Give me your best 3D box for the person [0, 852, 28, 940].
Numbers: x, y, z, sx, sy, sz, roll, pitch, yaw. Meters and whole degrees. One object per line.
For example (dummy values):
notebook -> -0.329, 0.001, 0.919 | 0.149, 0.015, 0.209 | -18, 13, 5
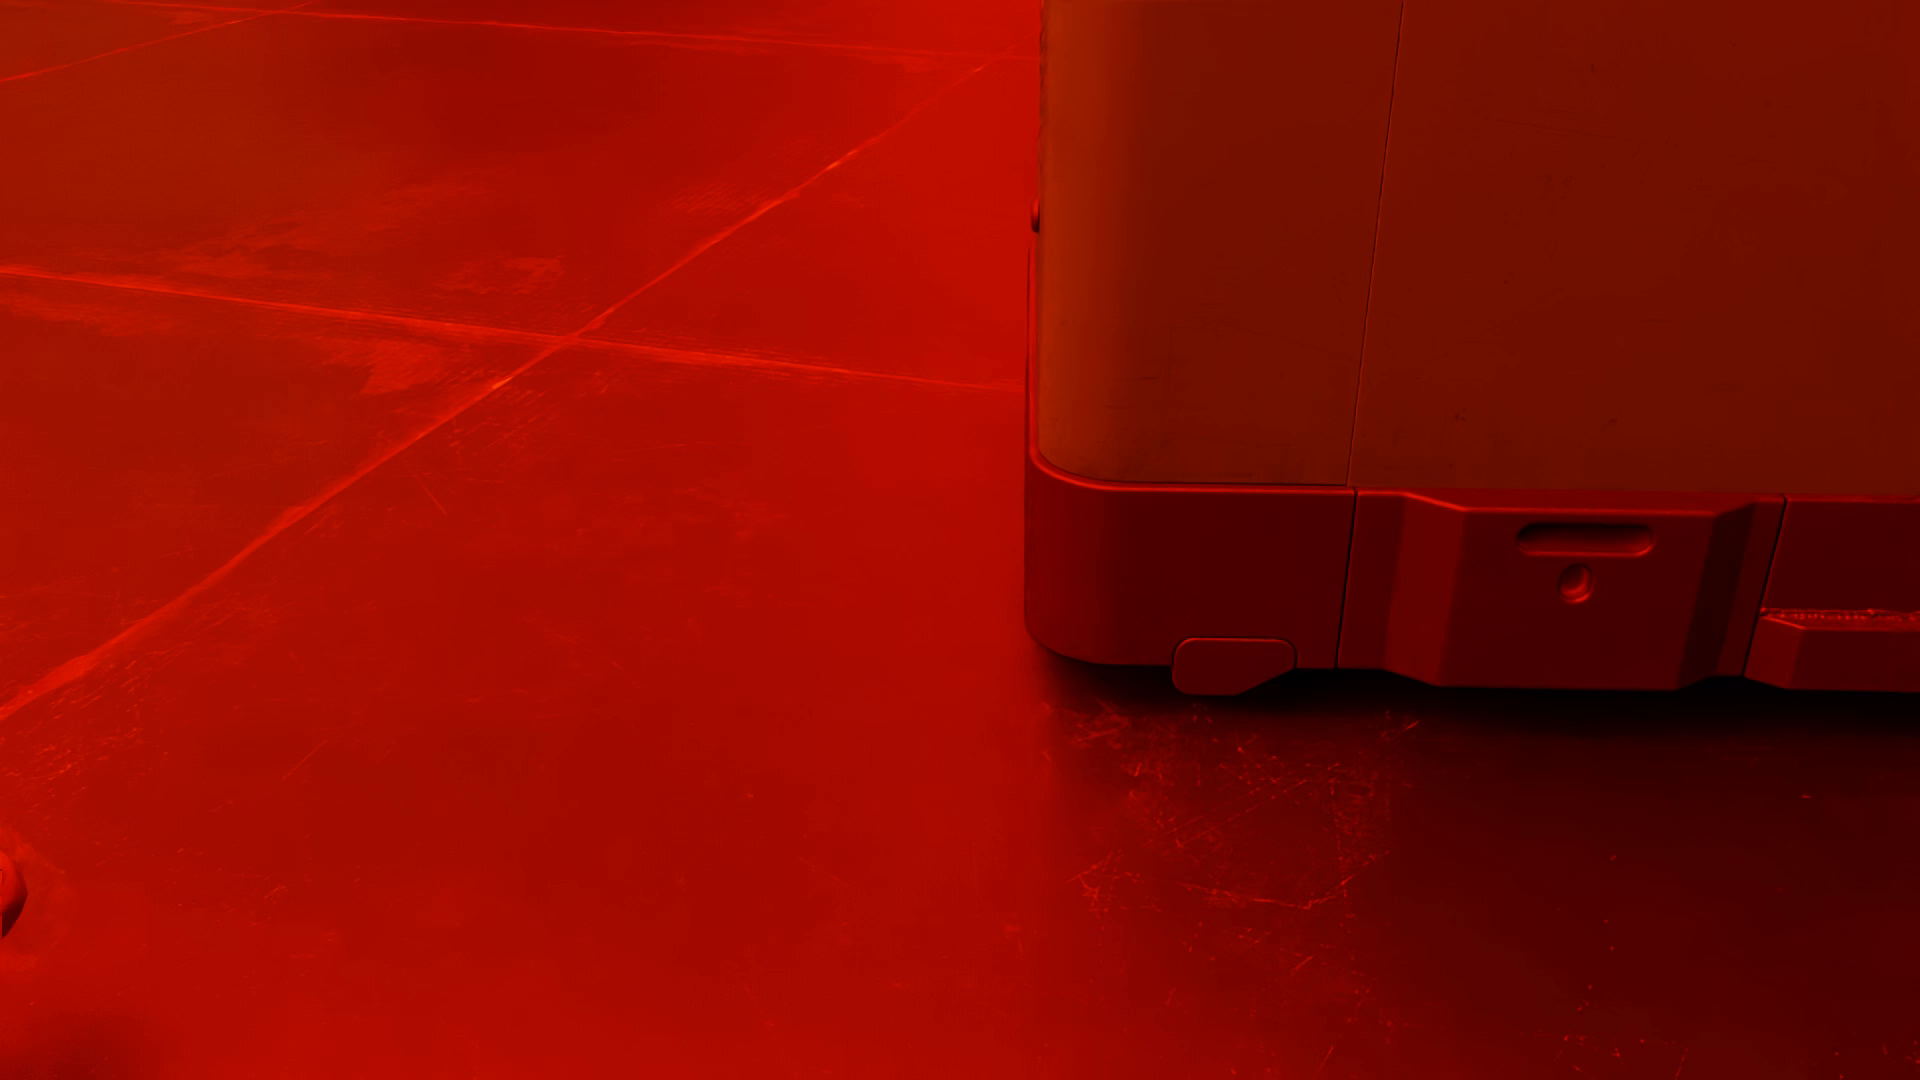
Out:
person -> -1.498, -0.232, 1.254 | 1.200, 1.684, 0.560 | 12, 29, 22

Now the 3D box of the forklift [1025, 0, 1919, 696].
forklift -> 1.613, -1.302, 1.826 | 3.031, 2.935, 1.130 | 1, 27, 2
